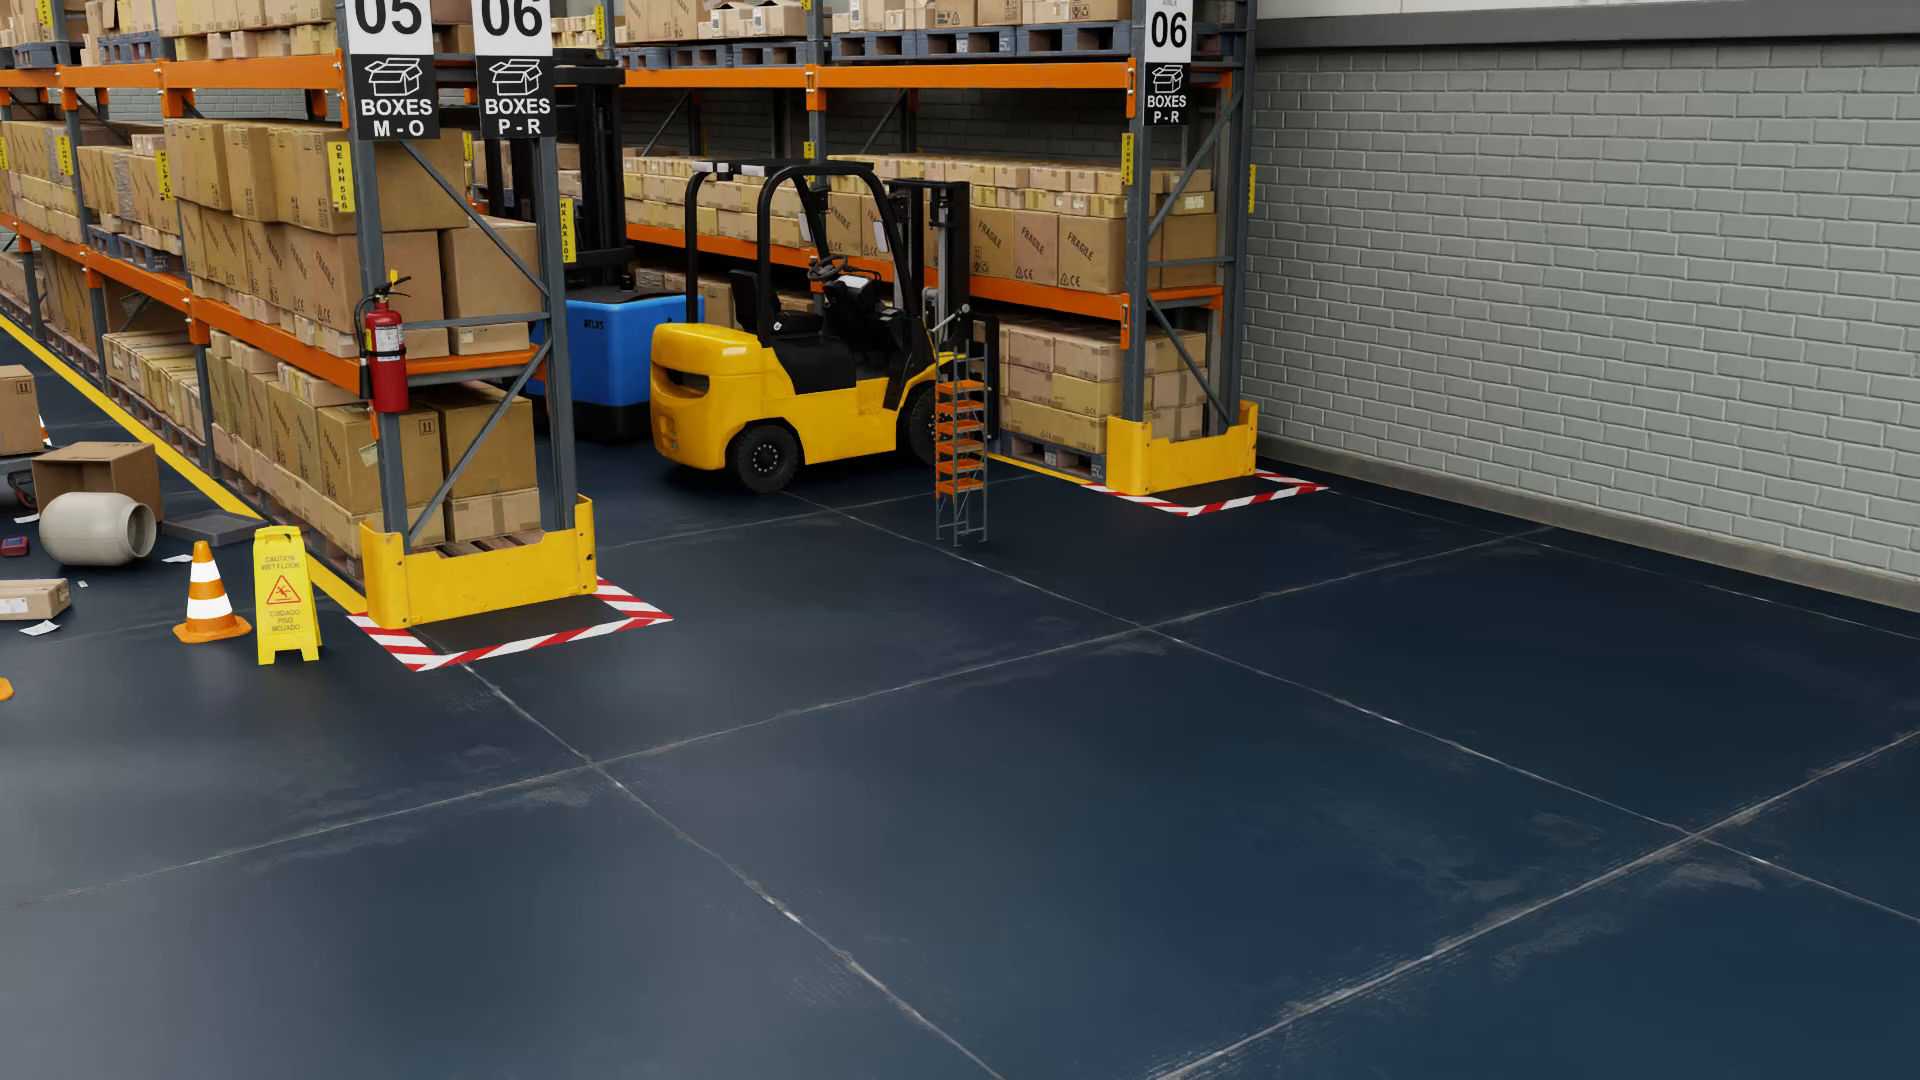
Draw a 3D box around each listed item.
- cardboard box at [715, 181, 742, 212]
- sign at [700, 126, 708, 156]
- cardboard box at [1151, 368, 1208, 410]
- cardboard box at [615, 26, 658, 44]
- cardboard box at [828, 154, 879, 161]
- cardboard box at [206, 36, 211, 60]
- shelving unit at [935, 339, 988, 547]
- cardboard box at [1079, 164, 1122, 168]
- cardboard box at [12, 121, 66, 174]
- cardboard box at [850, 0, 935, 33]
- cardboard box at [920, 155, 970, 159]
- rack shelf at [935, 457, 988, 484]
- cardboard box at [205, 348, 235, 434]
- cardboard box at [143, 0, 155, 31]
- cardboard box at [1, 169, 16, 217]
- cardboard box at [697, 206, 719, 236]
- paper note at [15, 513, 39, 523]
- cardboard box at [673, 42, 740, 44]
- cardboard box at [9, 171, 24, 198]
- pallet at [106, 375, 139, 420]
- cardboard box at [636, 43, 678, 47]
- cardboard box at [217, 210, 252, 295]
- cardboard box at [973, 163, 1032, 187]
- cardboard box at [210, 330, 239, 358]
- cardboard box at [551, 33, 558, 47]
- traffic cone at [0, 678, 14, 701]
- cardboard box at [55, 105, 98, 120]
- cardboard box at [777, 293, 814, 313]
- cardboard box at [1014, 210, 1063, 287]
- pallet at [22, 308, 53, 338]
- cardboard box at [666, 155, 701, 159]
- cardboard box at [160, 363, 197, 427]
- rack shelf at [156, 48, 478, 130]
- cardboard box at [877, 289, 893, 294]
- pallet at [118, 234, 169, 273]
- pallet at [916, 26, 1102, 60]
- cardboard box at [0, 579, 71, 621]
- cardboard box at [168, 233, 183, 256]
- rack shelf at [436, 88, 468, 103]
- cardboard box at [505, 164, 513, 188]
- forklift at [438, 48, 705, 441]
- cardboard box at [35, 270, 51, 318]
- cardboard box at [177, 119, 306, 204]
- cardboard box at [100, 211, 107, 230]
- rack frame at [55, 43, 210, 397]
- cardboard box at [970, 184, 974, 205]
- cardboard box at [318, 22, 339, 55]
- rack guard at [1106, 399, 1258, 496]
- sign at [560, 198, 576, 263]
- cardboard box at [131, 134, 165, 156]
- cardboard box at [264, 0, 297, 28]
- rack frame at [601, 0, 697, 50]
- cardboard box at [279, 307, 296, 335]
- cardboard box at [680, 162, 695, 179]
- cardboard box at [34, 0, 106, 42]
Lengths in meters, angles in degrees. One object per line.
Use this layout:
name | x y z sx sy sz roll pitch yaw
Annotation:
cardboard box | -1.920 -3.175 15.333 0.500 0.250 0.500 -10 18 -33
sign | -2.725 -4.222 17.627 0.100 0.325 0.005 -11 19 -35
cardboard box | 1.423 -1.119 11.947 0.500 0.250 0.500 -10 18 -34
cardboard box | -3.212 -5.040 16.585 0.380 0.166 0.250 -11 19 -35
cardboard box | -0.873 -3.113 13.787 0.380 0.149 0.250 -10 18 -33
cardboard box | -4.389 -3.012 10.194 0.380 0.149 0.250 -10 18 -33
shelving unit | 0.009 -0.576 9.906 0.258 1.200 0.189 -11 19 -35
cardboard box | 1.081 -2.648 12.089 0.380 0.149 0.250 -11 19 -34
cardboard box | -9.189 -3.947 16.733 0.500 0.500 0.500 -11 19 -35
cardboard box | -0.528 -4.162 13.102 0.500 0.311 0.500 -10 18 -33
cardboard box | -0.107 -3.092 13.708 0.380 0.149 0.250 -11 19 -35
rack shelf | 0.009 -0.417 9.950 0.258 0.103 0.180 -11 19 -35
cardboard box | -4.704 -1.022 11.119 0.500 0.500 0.500 -10 18 -32
cardboard box | -5.293 -3.631 11.466 0.500 0.250 0.500 -11 19 -36
cardboard box | -10.016 -3.767 17.969 0.500 0.500 0.500 -11 19 -34
cardboard box | -2.205 -3.044 15.799 0.500 0.250 0.500 -10 18 -33
paper note | -5.901 -0.141 10.535 0.148 0.019 0.142 -11 19 -35
cardboard box | -2.539 -5.087 16.598 0.500 0.250 0.500 -11 19 -35
cardboard box | -9.506 -3.691 17.216 0.500 0.250 0.500 -12 19 -36
pallet | -6.726 -1.294 14.402 1.003 0.211 1.213 -11 19 -35
cardboard box | -3.194 -5.259 17.454 0.380 0.149 0.250 -11 19 -34
cardboard box | -4.201 -1.793 10.193 0.500 0.500 0.500 -11 19 -35
cardboard box | 0.319 -2.674 12.182 0.380 0.149 0.250 -10 18 -33
cardboard box | -4.679 -1.298 10.902 0.380 0.149 0.250 -11 19 -34
cardboard box | -4.310 -5.461 18.193 0.380 0.149 0.250 -10 18 -33
traffic cone | -4.475 0.480 7.447 0.336 0.463 0.334 -11 19 -35
cardboard box | -9.512 -4.611 17.928 0.380 0.149 0.250 -11 19 -35
cardboard box | -1.136 -1.890 15.001 0.875 0.625 0.625 -10 18 -32
cardboard box | 0.733 -2.093 11.853 0.500 0.500 0.500 -10 18 -33
pallet | -9.920 -2.489 18.771 1.003 0.211 1.213 -11 19 -35
cardboard box | -2.817 -3.900 17.225 0.380 0.149 0.250 -10 18 -33
cardboard box | -5.569 -1.151 12.782 0.950 0.372 0.625 -10 18 -31
rack shelf | -3.657 -2.624 9.663 1.077 0.370 4.000 -11 19 -35
cardboard box | -0.374 -2.006 14.243 0.500 0.250 0.500 -10 18 -33
pallet | -5.988 -2.297 13.149 1.003 0.211 1.213 -11 19 -35
pallet | 0.416 -3.688 12.356 1.003 0.211 1.213 -11 19 -35
cardboard box | -4.885 0.312 8.656 0.380 0.149 0.250 -2 15 -6
cardboard box | -5.359 -2.100 11.747 0.380 0.149 0.250 -11 19 -34
rack shelf | -6.700 -5.958 21.843 1.077 0.370 4.000 -11 19 -35
cardboard box | -5.017 -4.213 19.244 0.396 0.266 0.258 -10 18 -32
forklift | -3.504 -2.461 13.515 3.031 2.935 1.130 11 19 34
cardboard box | -9.819 -2.777 18.599 0.875 0.438 0.875 -11 19 -35
cardboard box | -4.467 -2.385 10.462 0.700 0.500 0.500 -11 19 -34
cardboard box | -6.881 -2.658 13.784 0.380 0.149 0.250 -12 20 -38
rack frame | -7.185 -2.806 14.645 1.000 3.000 0.127 -11 19 -35
cardboard box | 0.254 -2.598 12.467 0.380 0.149 0.250 -11 19 -35
cardboard box | -2.917 -2.456 8.160 0.380 0.149 0.250 -11 19 -34
rack guard | 1.546 -0.658 11.532 1.175 0.500 0.348 -11 19 -35
sign | -2.042 -1.599 8.597 0.100 0.325 0.005 -11 19 -35
cardboard box | -5.883 -2.922 12.294 0.380 0.149 0.250 -12 19 -37
cardboard box | -3.284 -2.792 8.635 0.500 0.250 0.500 -11 19 -35
rack frame | -3.172 -6.470 16.671 1.000 3.000 0.127 -11 19 -35
cardboard box | -3.683 -1.285 9.565 0.380 0.149 0.250 -11 19 -35
cardboard box | -2.455 -3.550 15.947 0.380 0.149 0.250 -10 18 -33
cardboard box | -7.528 -4.562 14.388 0.797 0.503 0.637 -12 20 -38
